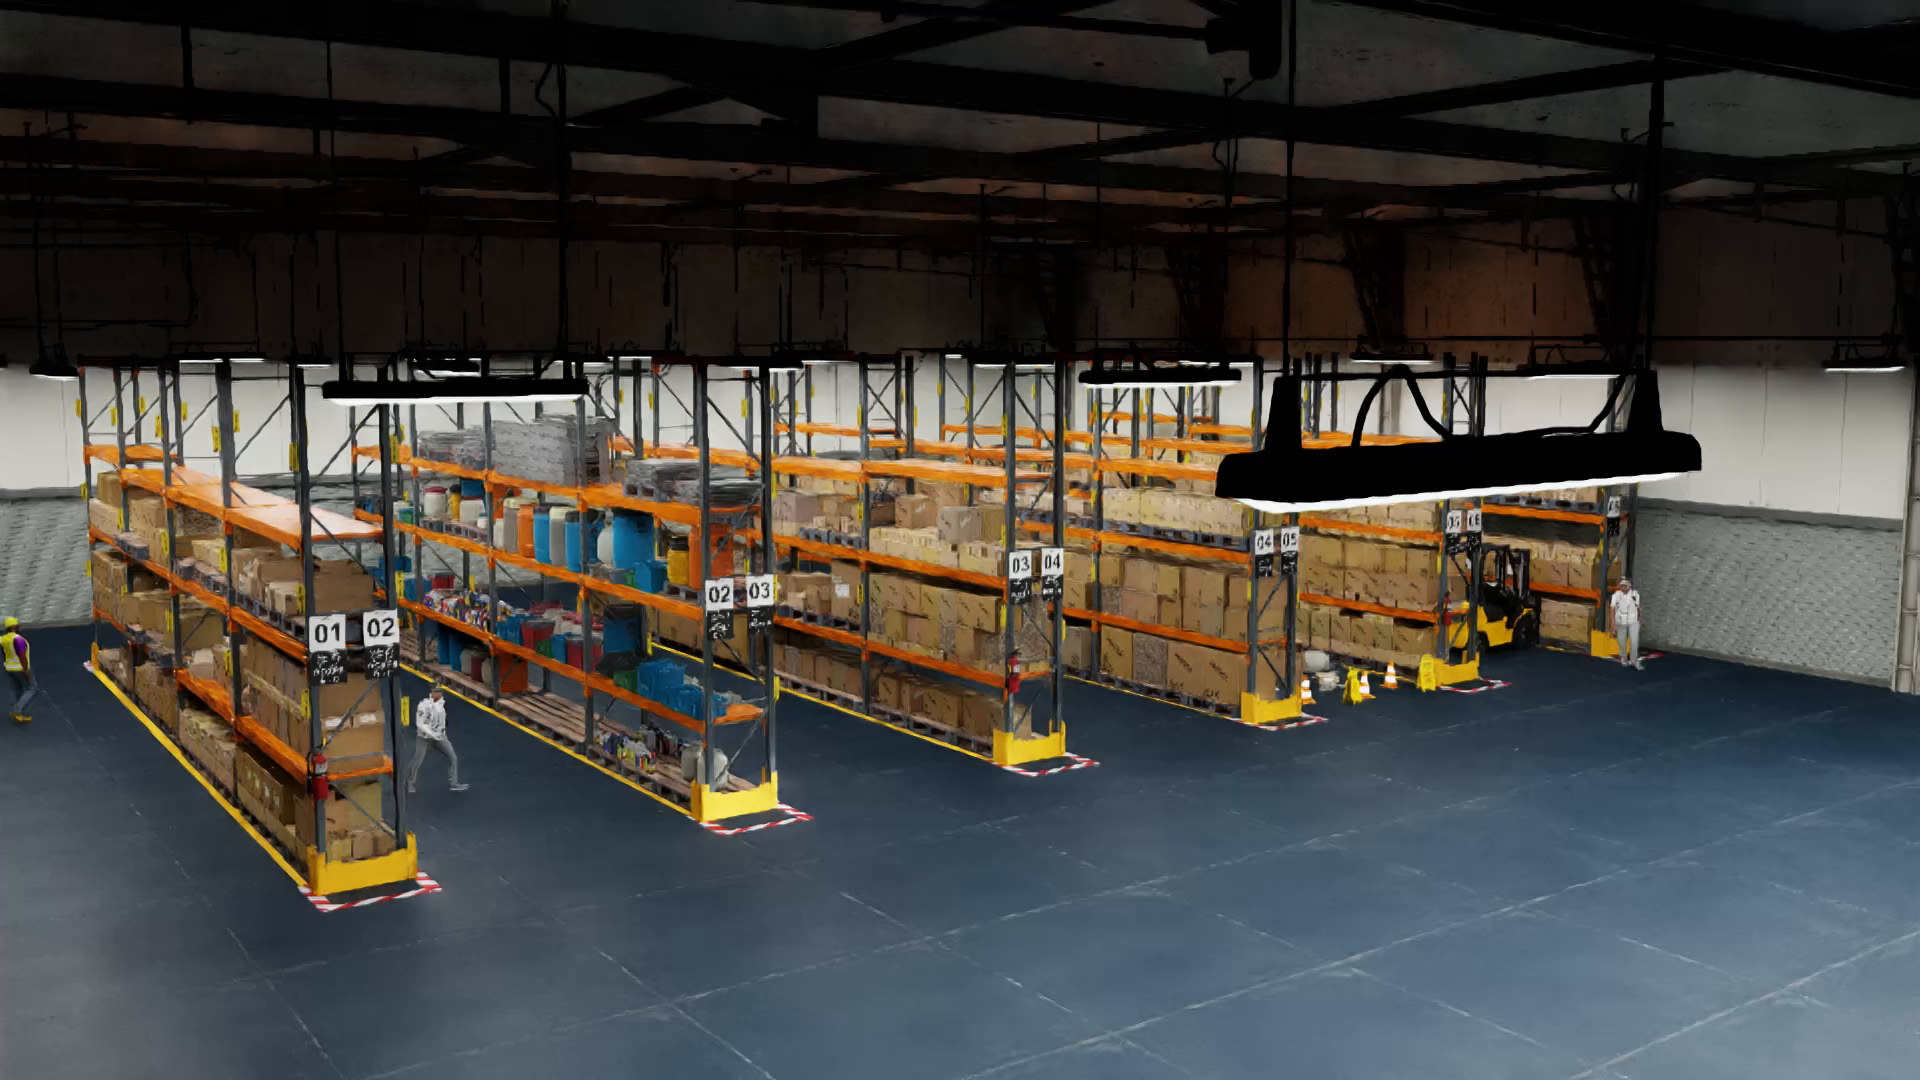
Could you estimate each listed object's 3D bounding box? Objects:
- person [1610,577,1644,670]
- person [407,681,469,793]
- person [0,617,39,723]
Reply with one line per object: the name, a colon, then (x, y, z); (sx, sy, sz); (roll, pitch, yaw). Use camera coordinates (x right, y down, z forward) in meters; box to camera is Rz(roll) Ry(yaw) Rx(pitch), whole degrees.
person: (12.875, 1.586, 32.074); (0.660, 1.790, 0.480); (2, 7, 18)
person: (-7.357, 2.731, 23.157); (0.794, 1.600, 0.643); (5, 9, 37)
person: (-15.525, 2.144, 27.382); (0.609, 1.754, 0.457); (4, 8, 29)
